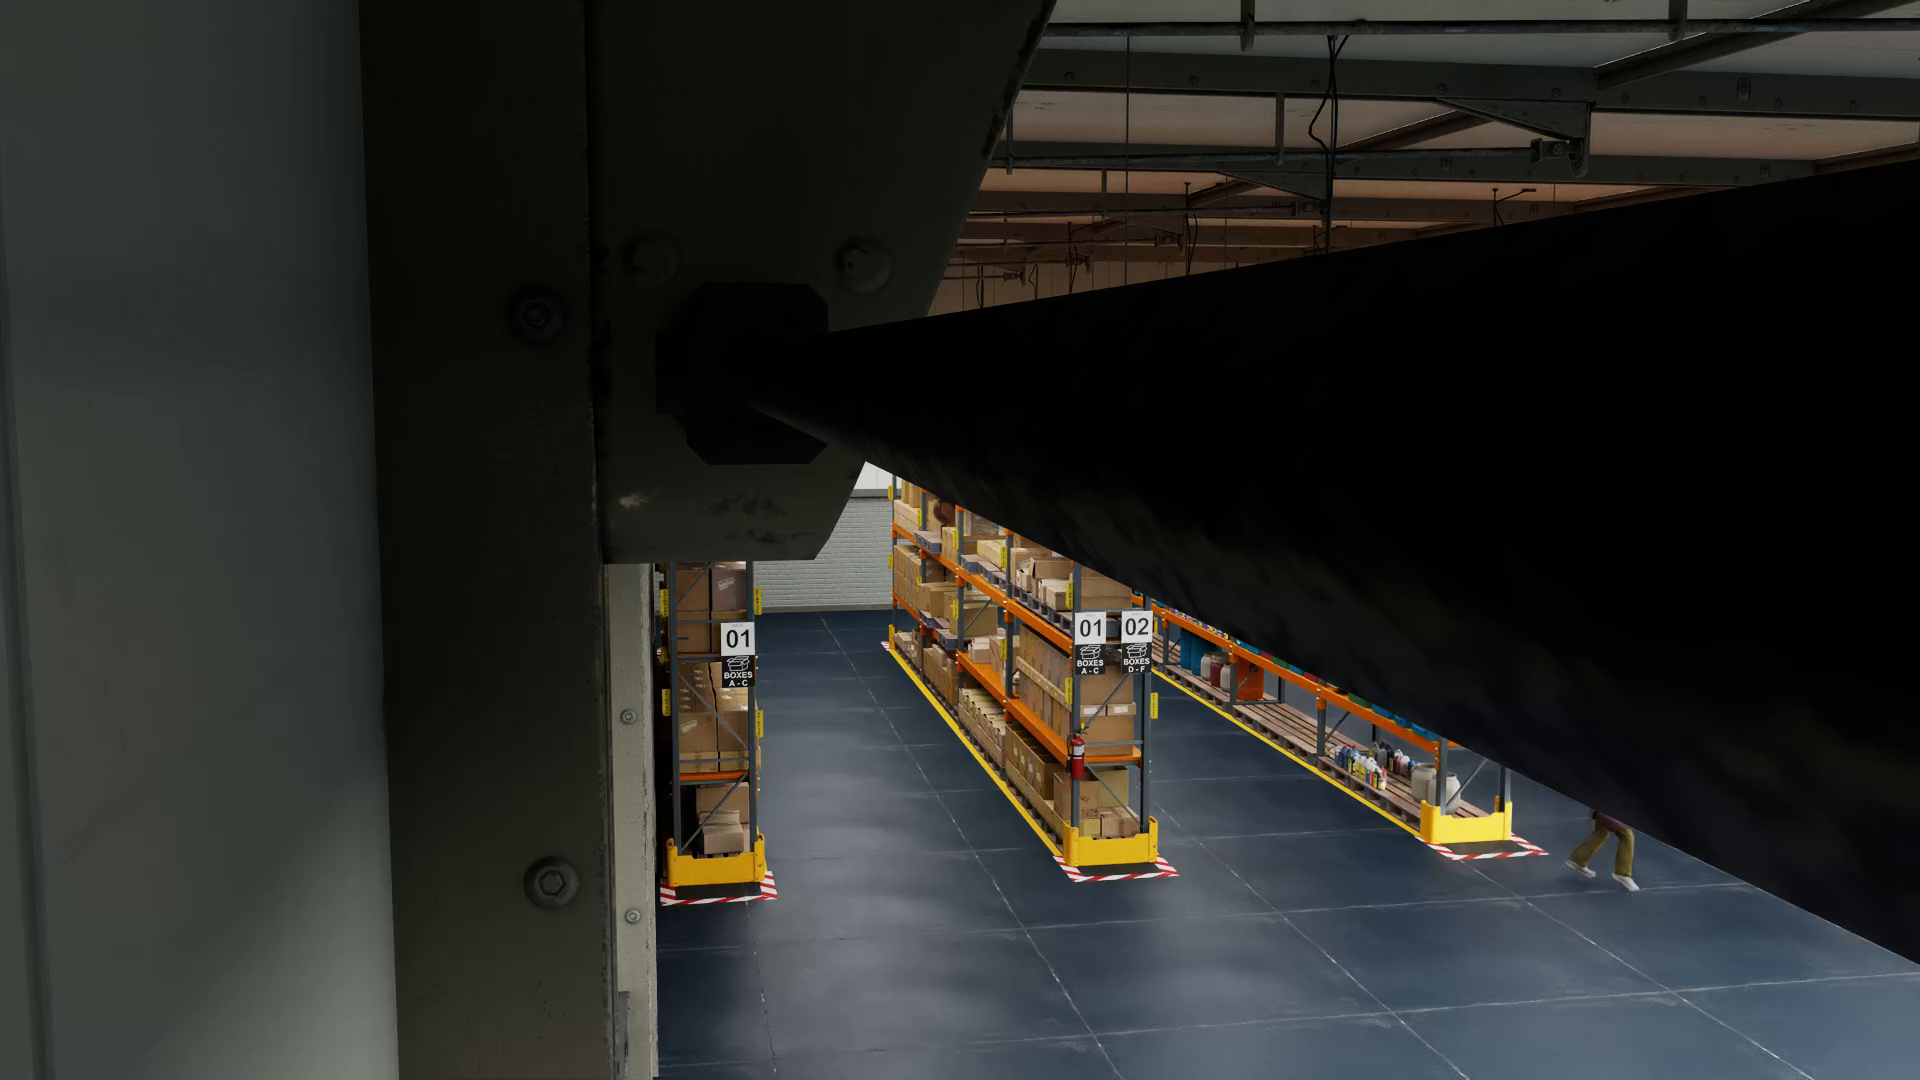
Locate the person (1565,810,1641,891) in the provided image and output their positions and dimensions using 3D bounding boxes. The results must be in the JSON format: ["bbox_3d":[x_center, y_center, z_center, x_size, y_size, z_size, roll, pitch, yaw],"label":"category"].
[{"bbox_3d":[7.813,3.279,20.138,0.870,1.839,0.700,3,7,22],"label":"person"}]
